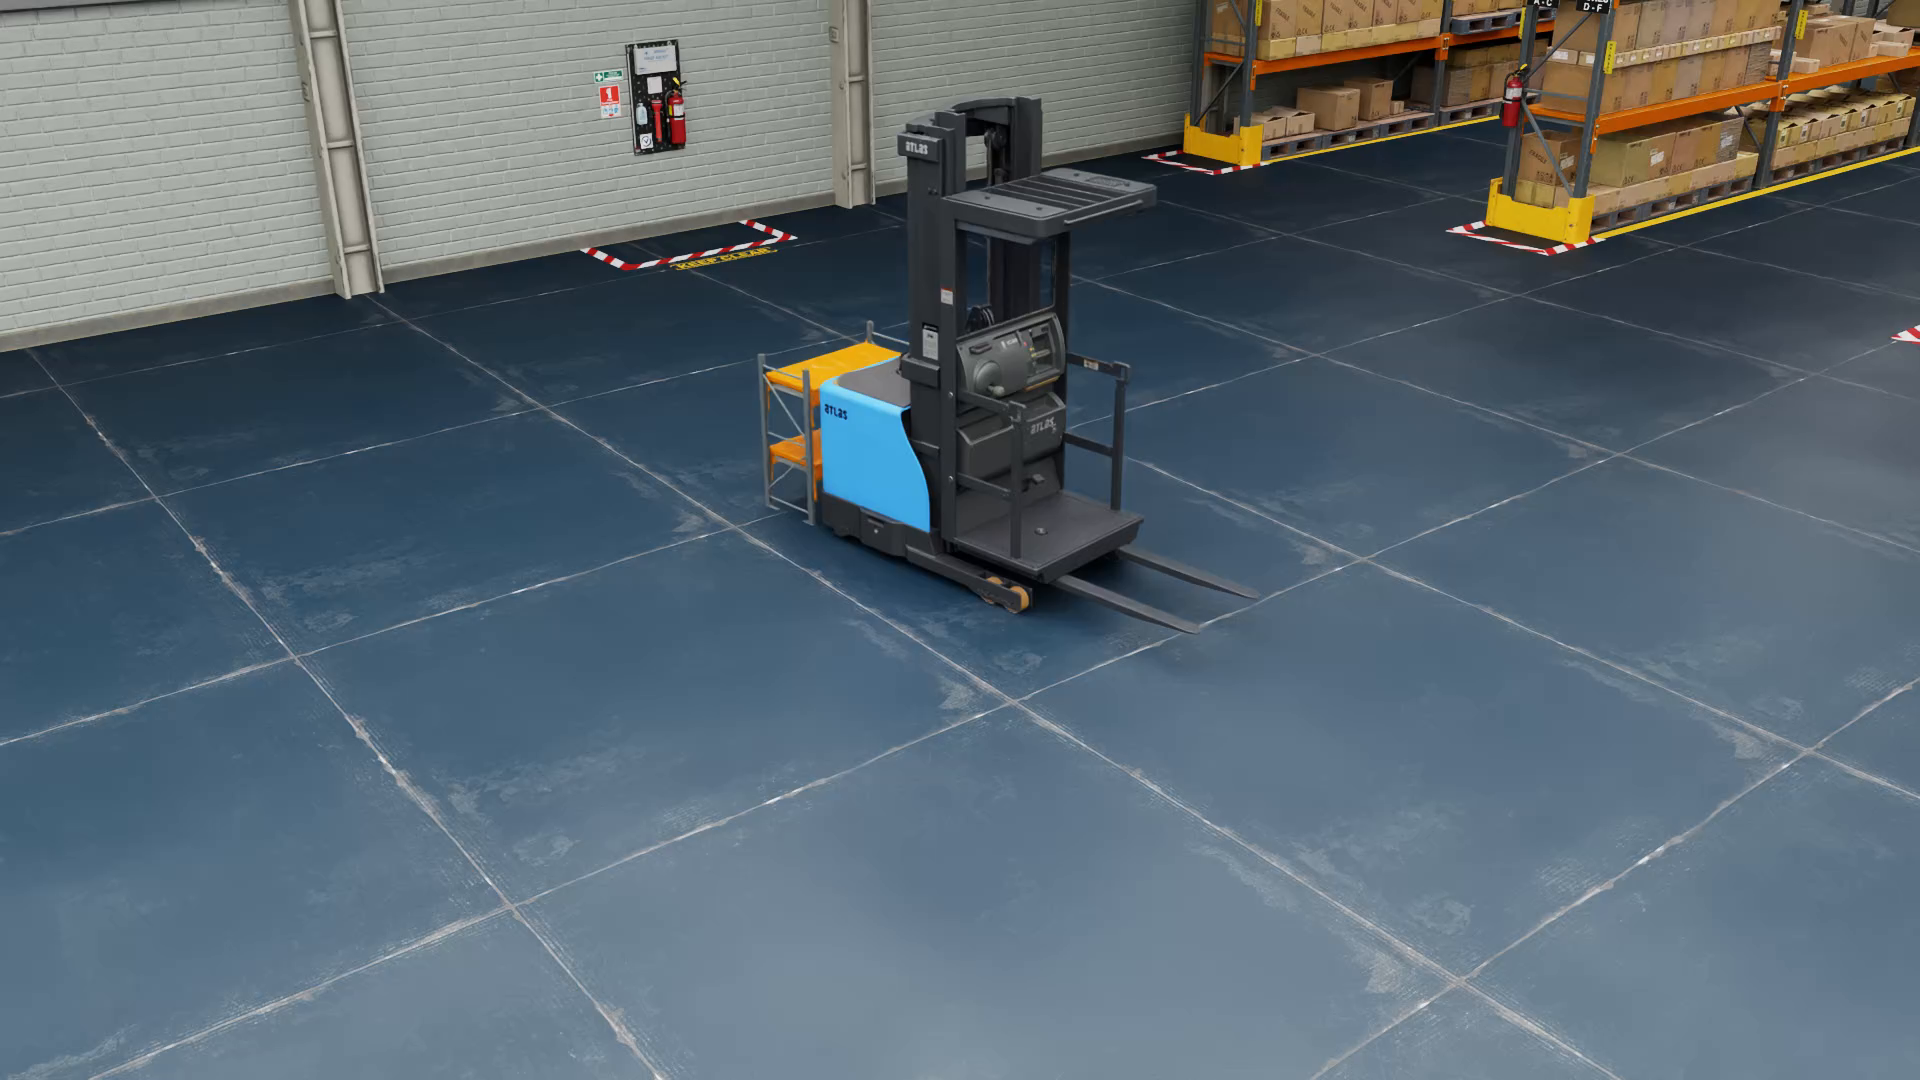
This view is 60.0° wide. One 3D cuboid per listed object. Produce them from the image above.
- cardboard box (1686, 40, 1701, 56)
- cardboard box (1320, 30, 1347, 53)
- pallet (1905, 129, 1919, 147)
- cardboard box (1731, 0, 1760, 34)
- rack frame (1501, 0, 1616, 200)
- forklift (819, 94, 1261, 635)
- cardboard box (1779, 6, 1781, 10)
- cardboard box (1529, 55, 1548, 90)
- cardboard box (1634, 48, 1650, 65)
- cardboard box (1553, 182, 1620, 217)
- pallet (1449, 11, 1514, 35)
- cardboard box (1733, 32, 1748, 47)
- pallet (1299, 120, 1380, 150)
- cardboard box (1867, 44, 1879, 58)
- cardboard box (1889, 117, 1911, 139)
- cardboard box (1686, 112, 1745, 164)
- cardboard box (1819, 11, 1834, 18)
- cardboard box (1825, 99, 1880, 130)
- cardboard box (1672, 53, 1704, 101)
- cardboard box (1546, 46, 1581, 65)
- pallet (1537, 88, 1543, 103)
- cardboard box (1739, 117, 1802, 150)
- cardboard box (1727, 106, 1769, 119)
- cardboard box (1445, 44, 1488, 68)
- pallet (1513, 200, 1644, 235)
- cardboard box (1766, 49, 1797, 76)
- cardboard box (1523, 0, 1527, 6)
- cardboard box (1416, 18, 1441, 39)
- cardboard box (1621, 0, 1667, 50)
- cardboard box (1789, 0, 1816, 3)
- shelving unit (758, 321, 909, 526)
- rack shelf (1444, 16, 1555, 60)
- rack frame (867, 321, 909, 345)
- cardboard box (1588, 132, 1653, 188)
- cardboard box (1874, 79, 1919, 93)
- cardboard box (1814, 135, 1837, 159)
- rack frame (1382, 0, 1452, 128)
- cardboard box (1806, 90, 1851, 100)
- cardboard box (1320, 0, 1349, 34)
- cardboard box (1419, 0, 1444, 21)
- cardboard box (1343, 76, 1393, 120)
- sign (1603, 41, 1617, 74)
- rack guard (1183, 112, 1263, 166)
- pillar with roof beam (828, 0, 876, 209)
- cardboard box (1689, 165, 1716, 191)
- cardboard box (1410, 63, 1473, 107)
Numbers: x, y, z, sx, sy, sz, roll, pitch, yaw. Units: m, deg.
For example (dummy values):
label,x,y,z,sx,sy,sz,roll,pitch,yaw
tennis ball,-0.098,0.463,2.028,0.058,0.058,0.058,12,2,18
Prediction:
label,x,y,z,sx,sy,sz,roll,pitch,yaw
cardboard box,8.158,-5.609,18.883,0.250,0.149,0.380,-18,30,-34
cardboard box,4.830,-6.712,22.305,0.500,0.250,0.500,-19,31,-35
pallet,13.412,-5.834,23.571,1.213,0.211,1.003,-18,31,-34
cardboard box,8.911,-6.264,19.523,0.500,0.500,0.700,-18,31,-34
rack frame,6.506,-4.840,18.115,0.127,3.000,1.000,-18,31,-34
forklift,0.480,-1.124,10.190,3.031,2.935,1.130,21,32,38
cardboard box,14.526,-9.541,29.944,0.250,0.149,0.380,-18,30,-34
cardboard box,8.730,-7.324,25.915,0.500,0.500,0.700,-18,31,-34
cardboard box,7.351,-5.344,18.312,0.250,0.149,0.380,-18,30,-34
cardboard box,7.065,-3.849,18.747,0.500,0.250,0.500,-18,31,-34
pallet,7.285,-7.582,24.252,1.213,0.211,1.003,-18,31,-34
cardboard box,8.965,-5.876,19.458,0.250,0.149,0.380,-18,31,-34
pallet,5.126,-5.749,23.387,1.213,0.211,1.003,-18,31,-34
cardboard box,11.832,-6.454,21.892,0.250,0.149,0.380,-16,29,-30
cardboard box,12.538,-5.644,22.615,0.500,0.250,0.500,-17,30,-33
cardboard box,9.023,-4.843,20.000,0.500,0.500,0.500,-18,31,-34
cardboard box,15.548,-9.478,30.579,0.500,0.500,0.700,-18,31,-34
cardboard box,11.737,-5.631,21.920,0.500,0.311,0.500,-18,31,-34
cardboard box,8.098,-5.405,19.215,0.500,0.500,0.700,-17,30,-33
cardboard box,6.689,-5.342,18.307,0.250,0.149,0.380,-19,31,-35
pallet,9.126,-7.091,26.277,1.213,0.211,1.003,-18,31,-34
cardboard box,10.132,-5.101,20.780,0.500,0.311,0.500,-18,30,-34
cardboard box,10.201,-5.414,21.453,0.500,0.311,0.500,-17,30,-33
cardboard box,7.507,-7.237,24.836,0.500,0.250,0.500,-19,31,-35
pallet,7.082,-3.788,19.160,1.213,0.211,1.003,-18,31,-34
cardboard box,10.014,-5.953,20.692,0.500,0.250,0.500,-16,29,-31
cardboard box,8.411,-8.346,25.030,0.500,0.500,0.700,-18,31,-34
cardboard box,6.408,-7.237,23.434,0.500,0.250,0.500,-18,30,-34
cardboard box,7.333,-5.743,18.401,0.500,0.500,0.700,-19,31,-35
cardboard box,15.523,-9.871,30.655,0.250,0.149,0.380,-18,30,-34
shelving unit,-0.833,-0.839,11.720,0.538,1.125,1.048,22,33,39
rack shelf,8.168,-7.712,25.159,4.000,0.370,1.077,-18,31,-34
rack frame,-0.481,-0.993,12.053,0.500,1.125,0.032,22,33,39
cardboard box,7.457,-4.319,18.870,0.500,0.500,0.500,-18,31,-34
cardboard box,13.392,-6.304,23.718,0.500,0.500,0.500,-17,30,-32
cardboard box,10.933,-5.113,21.471,0.500,0.250,0.500,-19,31,-36
rack frame,6.594,-7.519,23.888,0.127,3.000,1.000,-18,31,-34
cardboard box,11.800,-5.938,22.582,0.500,0.311,0.500,-19,31,-35
cardboard box,4.813,-7.043,22.125,0.500,0.500,0.500,-19,31,-36
cardboard box,6.413,-7.575,23.272,0.500,0.500,0.500,-18,31,-34
cardboard box,5.802,-6.302,23.712,0.500,0.500,0.500,-21,32,-38
sign,6.844,-5.083,17.517,0.005,0.325,0.100,-18,31,-34
rack guard,3.506,-5.366,22.218,0.348,0.500,1.175,-18,31,-34
pillar with roof beam,1.398,-6.685,14.964,0.400,9.000,9.100,-18,31,-34
cardboard box,8.639,-4.368,19.866,0.500,0.250,0.500,-18,31,-34
cardboard box,7.163,-6.781,24.745,0.500,0.500,0.700,-17,30,-32
